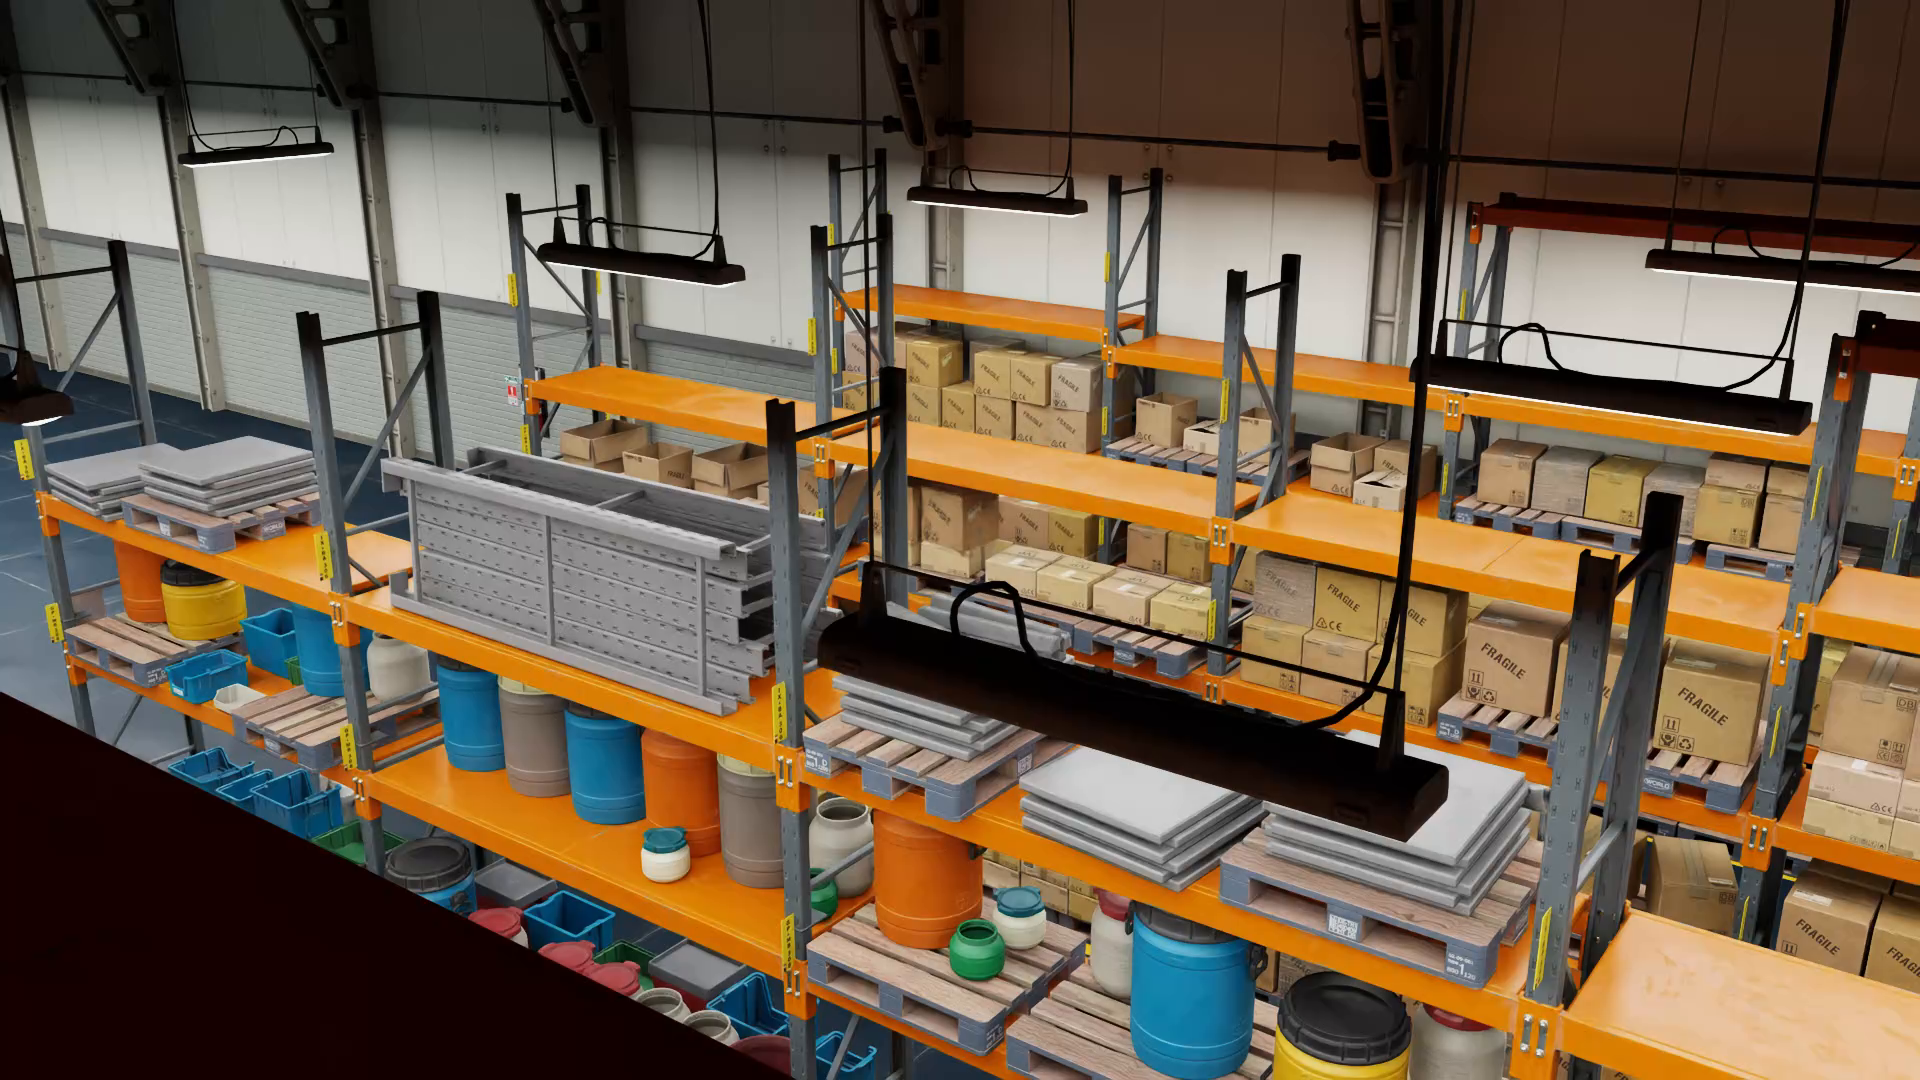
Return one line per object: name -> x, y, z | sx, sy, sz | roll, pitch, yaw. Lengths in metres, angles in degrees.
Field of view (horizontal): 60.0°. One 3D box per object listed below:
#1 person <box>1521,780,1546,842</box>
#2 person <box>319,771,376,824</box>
person -> 5.284, 2.294, 15.693 | 1.059, 1.596, 0.498 | 7, 20, 20
person -> -5.774, 2.333, 15.677 | 0.475, 1.539, 1.000 | -15, 24, -38
